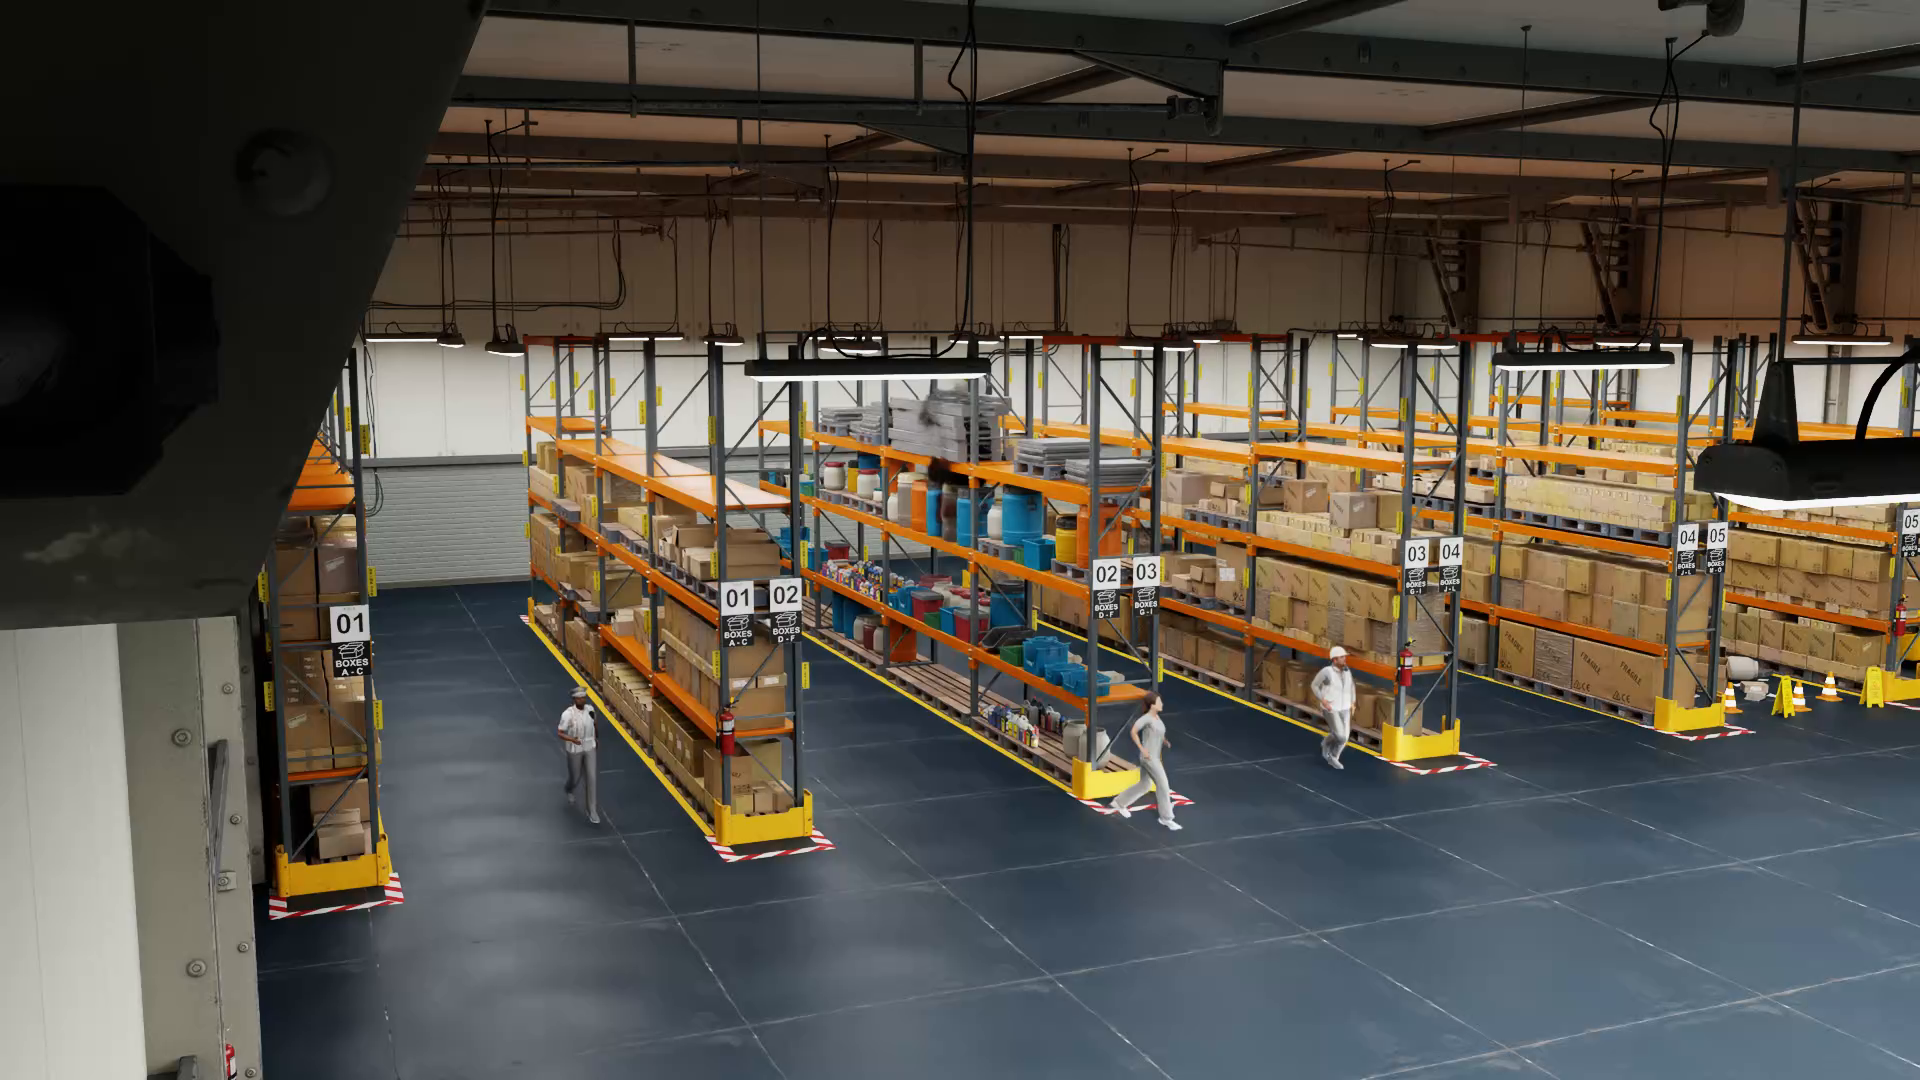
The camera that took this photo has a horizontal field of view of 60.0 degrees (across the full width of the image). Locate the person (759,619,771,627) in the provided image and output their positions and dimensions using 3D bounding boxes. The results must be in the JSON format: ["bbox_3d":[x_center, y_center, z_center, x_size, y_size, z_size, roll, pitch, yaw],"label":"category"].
[{"bbox_3d":[-3.610,1.461,30.201,0.704,1.726,0.660,-4,9,-29],"label":"person"}]

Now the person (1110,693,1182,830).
[{"bbox_3d":[2.369,2.754,20.905,0.933,1.686,0.594,2,8,18],"label":"person"}]

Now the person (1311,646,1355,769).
[{"bbox_3d":[5.332,2.371,23.462,0.687,1.740,0.515,-3,8,-22],"label":"person"}]

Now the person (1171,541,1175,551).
[{"bbox_3d":[4.583,0.815,35.569,0.538,1.591,0.877,-5,9,-33],"label":"person"}]

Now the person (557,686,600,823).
[{"bbox_3d":[-4.838,2.683,21.177,0.587,1.697,0.930,-4,9,-30],"label":"person"}]
